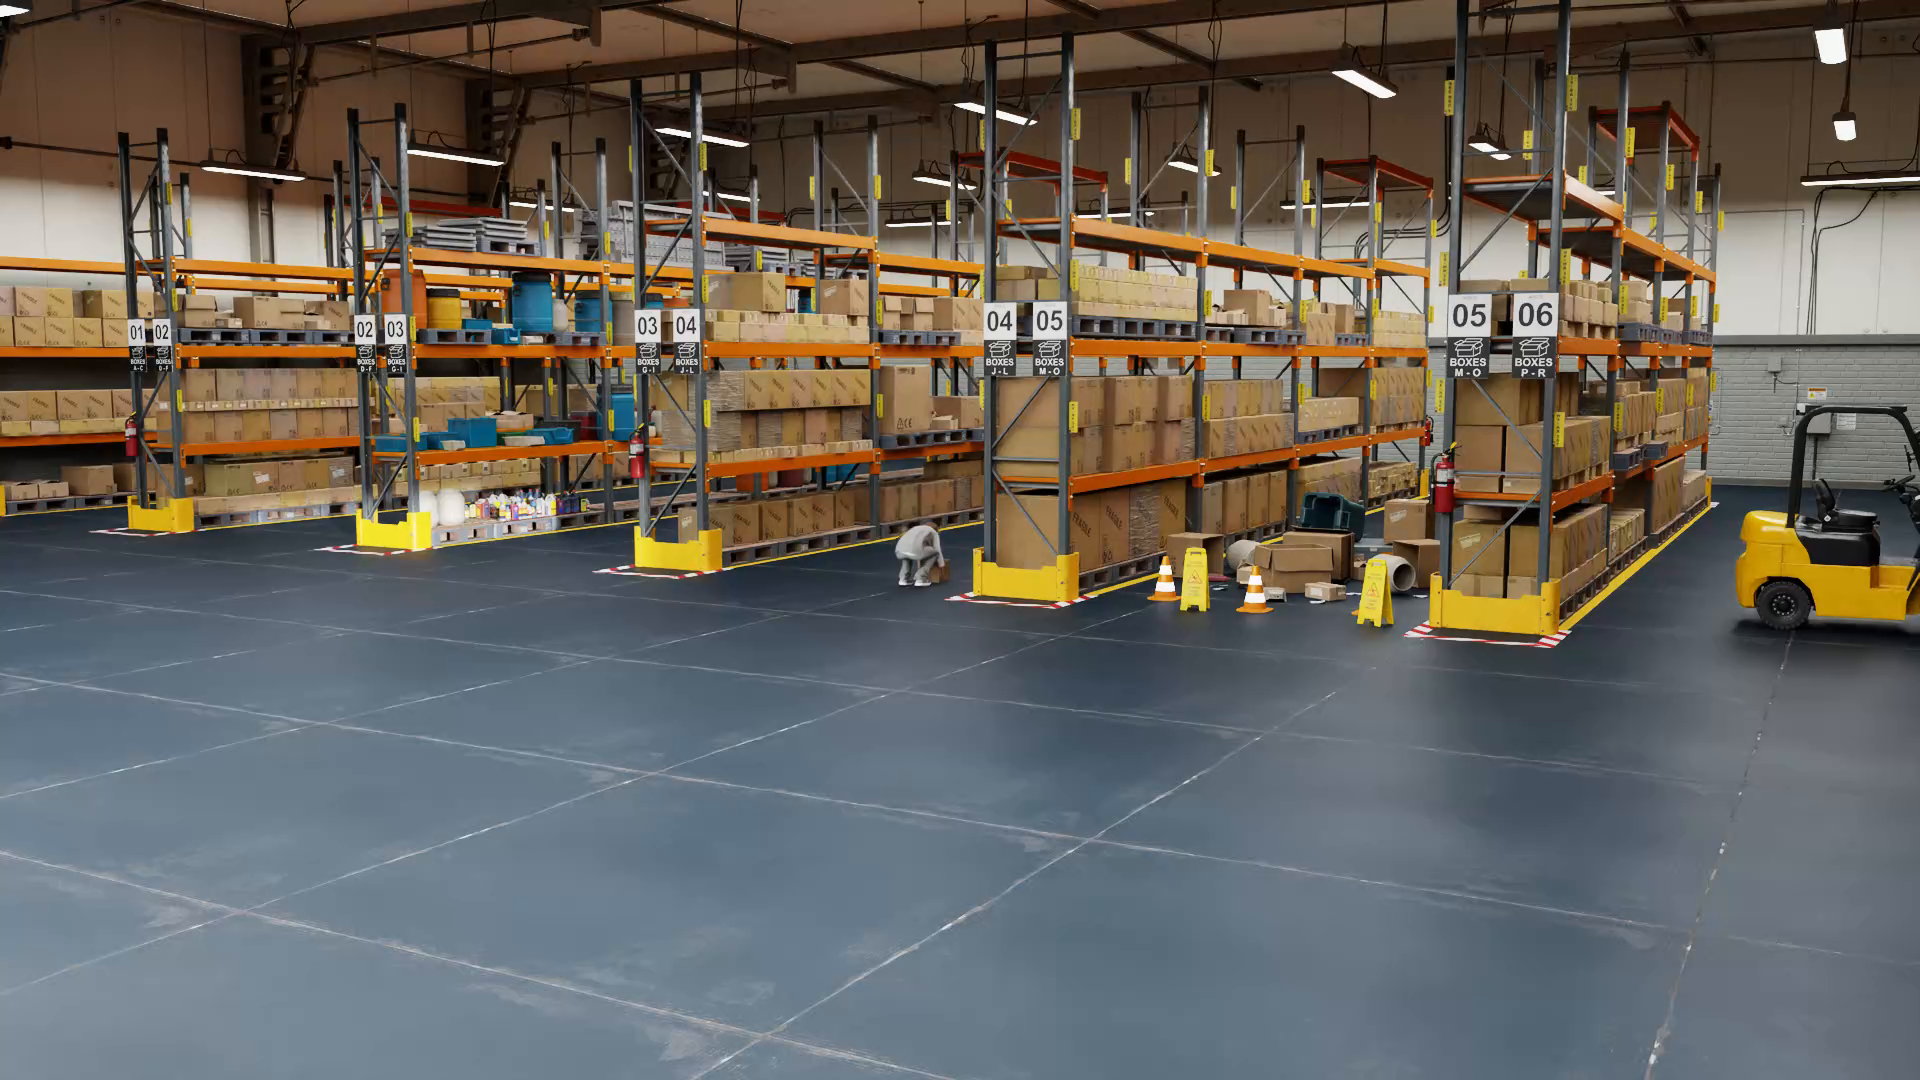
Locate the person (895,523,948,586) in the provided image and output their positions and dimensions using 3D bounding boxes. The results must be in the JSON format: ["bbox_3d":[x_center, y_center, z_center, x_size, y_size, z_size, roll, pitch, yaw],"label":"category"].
[{"bbox_3d":[-0.461,0.191,19.223,0.423,0.724,0.850,3,7,27],"label":"person"}]
